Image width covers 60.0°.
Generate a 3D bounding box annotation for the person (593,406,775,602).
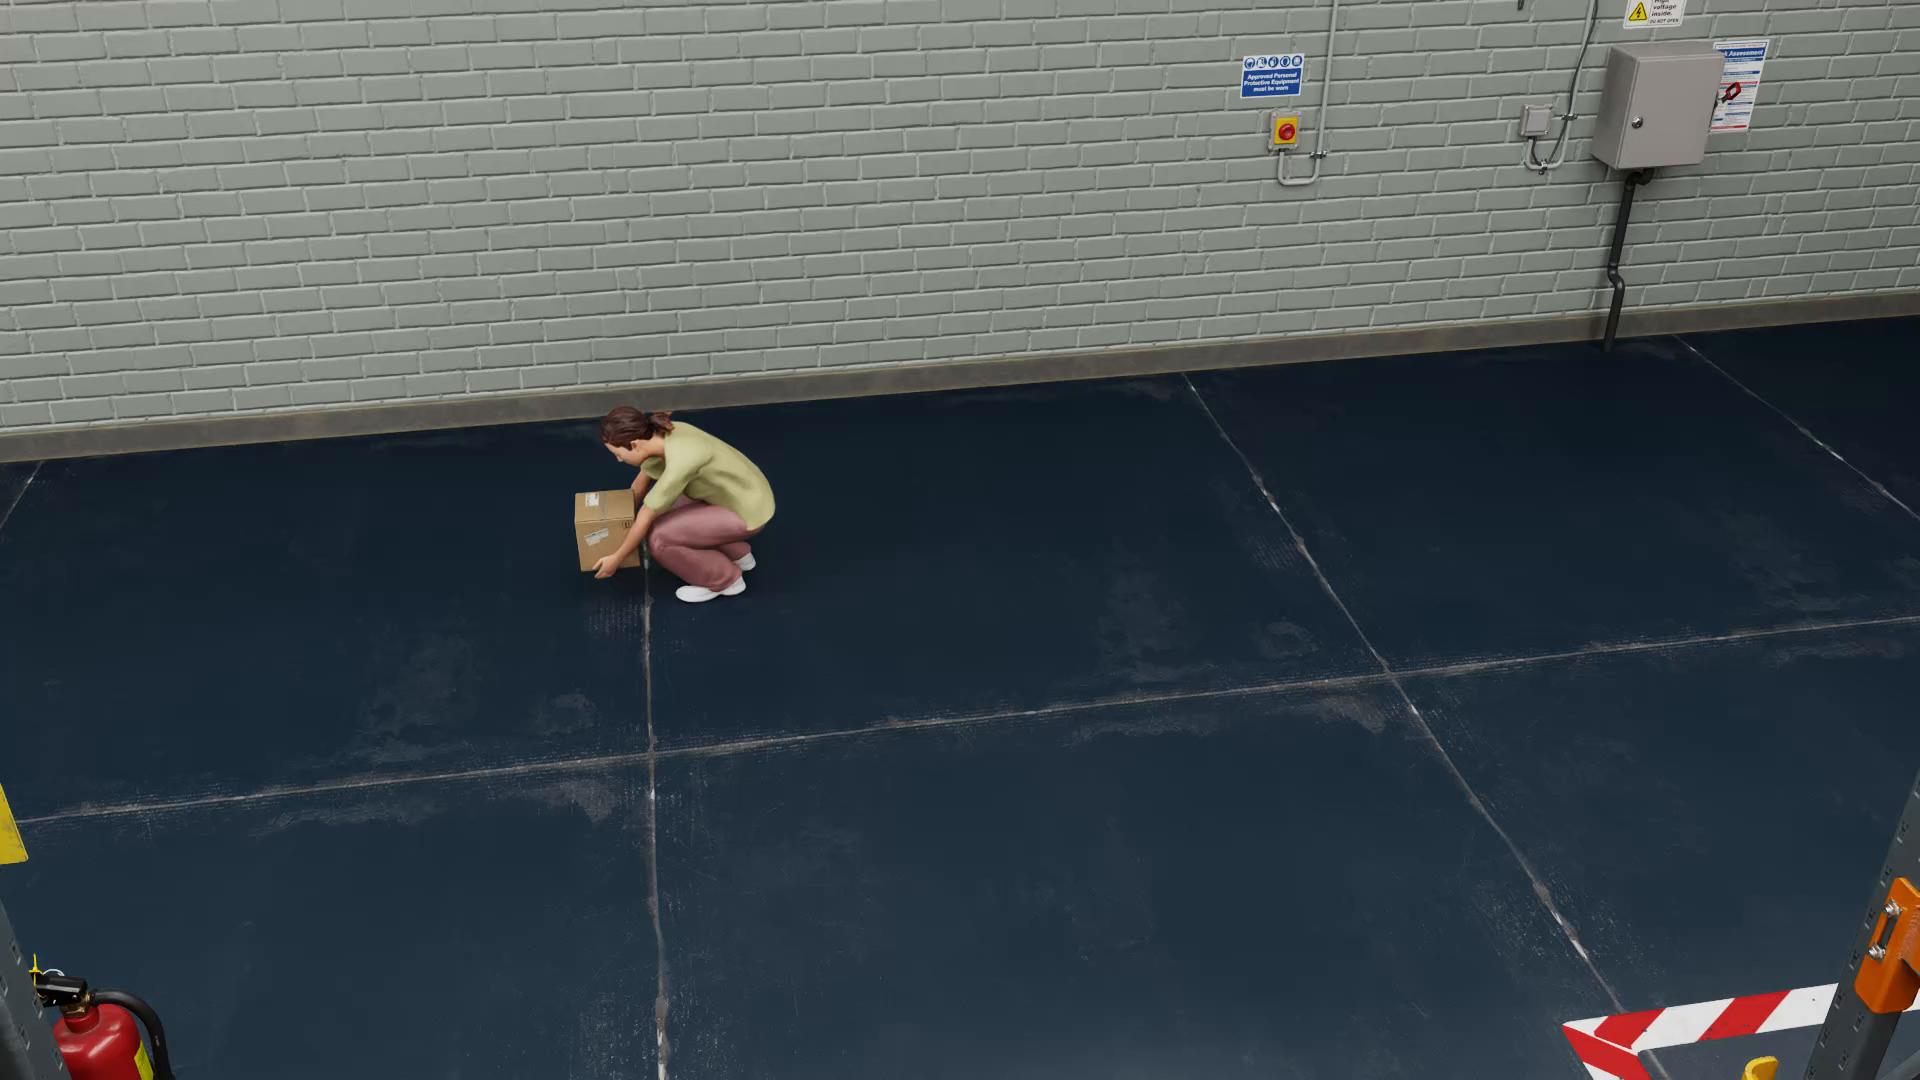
[{"bbox_3d":[-1.206,-0.190,7.187,0.803,0.931,0.478,-5,31,-9],"label":"person"}]
